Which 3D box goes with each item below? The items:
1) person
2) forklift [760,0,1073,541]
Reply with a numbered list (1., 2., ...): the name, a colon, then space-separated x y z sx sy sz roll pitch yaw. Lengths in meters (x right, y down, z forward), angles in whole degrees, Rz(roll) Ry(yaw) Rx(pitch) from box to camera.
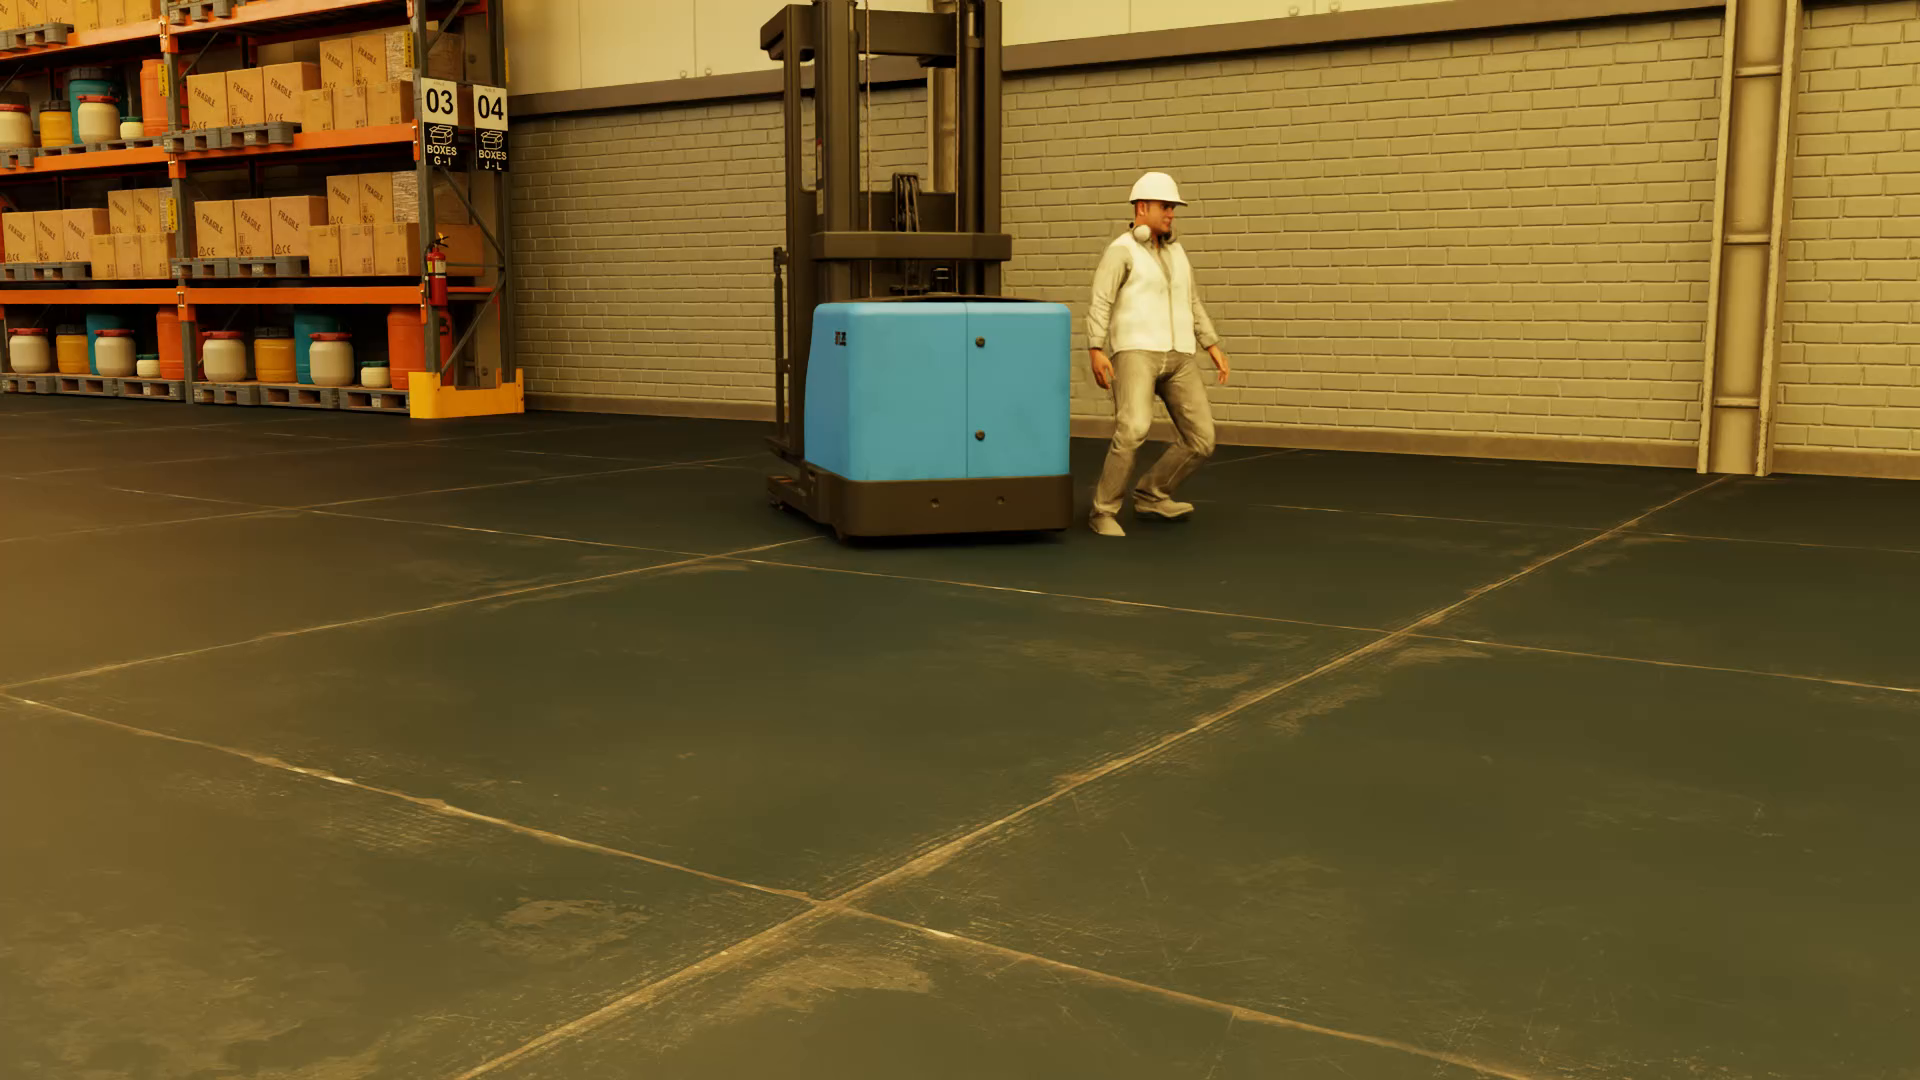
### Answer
1. person: 0.919 -0.873 7.945 0.783 1.741 0.478 -5 9 -29
2. forklift: -0.401 -1.616 8.559 1.130 2.935 3.031 -2 8 -17
